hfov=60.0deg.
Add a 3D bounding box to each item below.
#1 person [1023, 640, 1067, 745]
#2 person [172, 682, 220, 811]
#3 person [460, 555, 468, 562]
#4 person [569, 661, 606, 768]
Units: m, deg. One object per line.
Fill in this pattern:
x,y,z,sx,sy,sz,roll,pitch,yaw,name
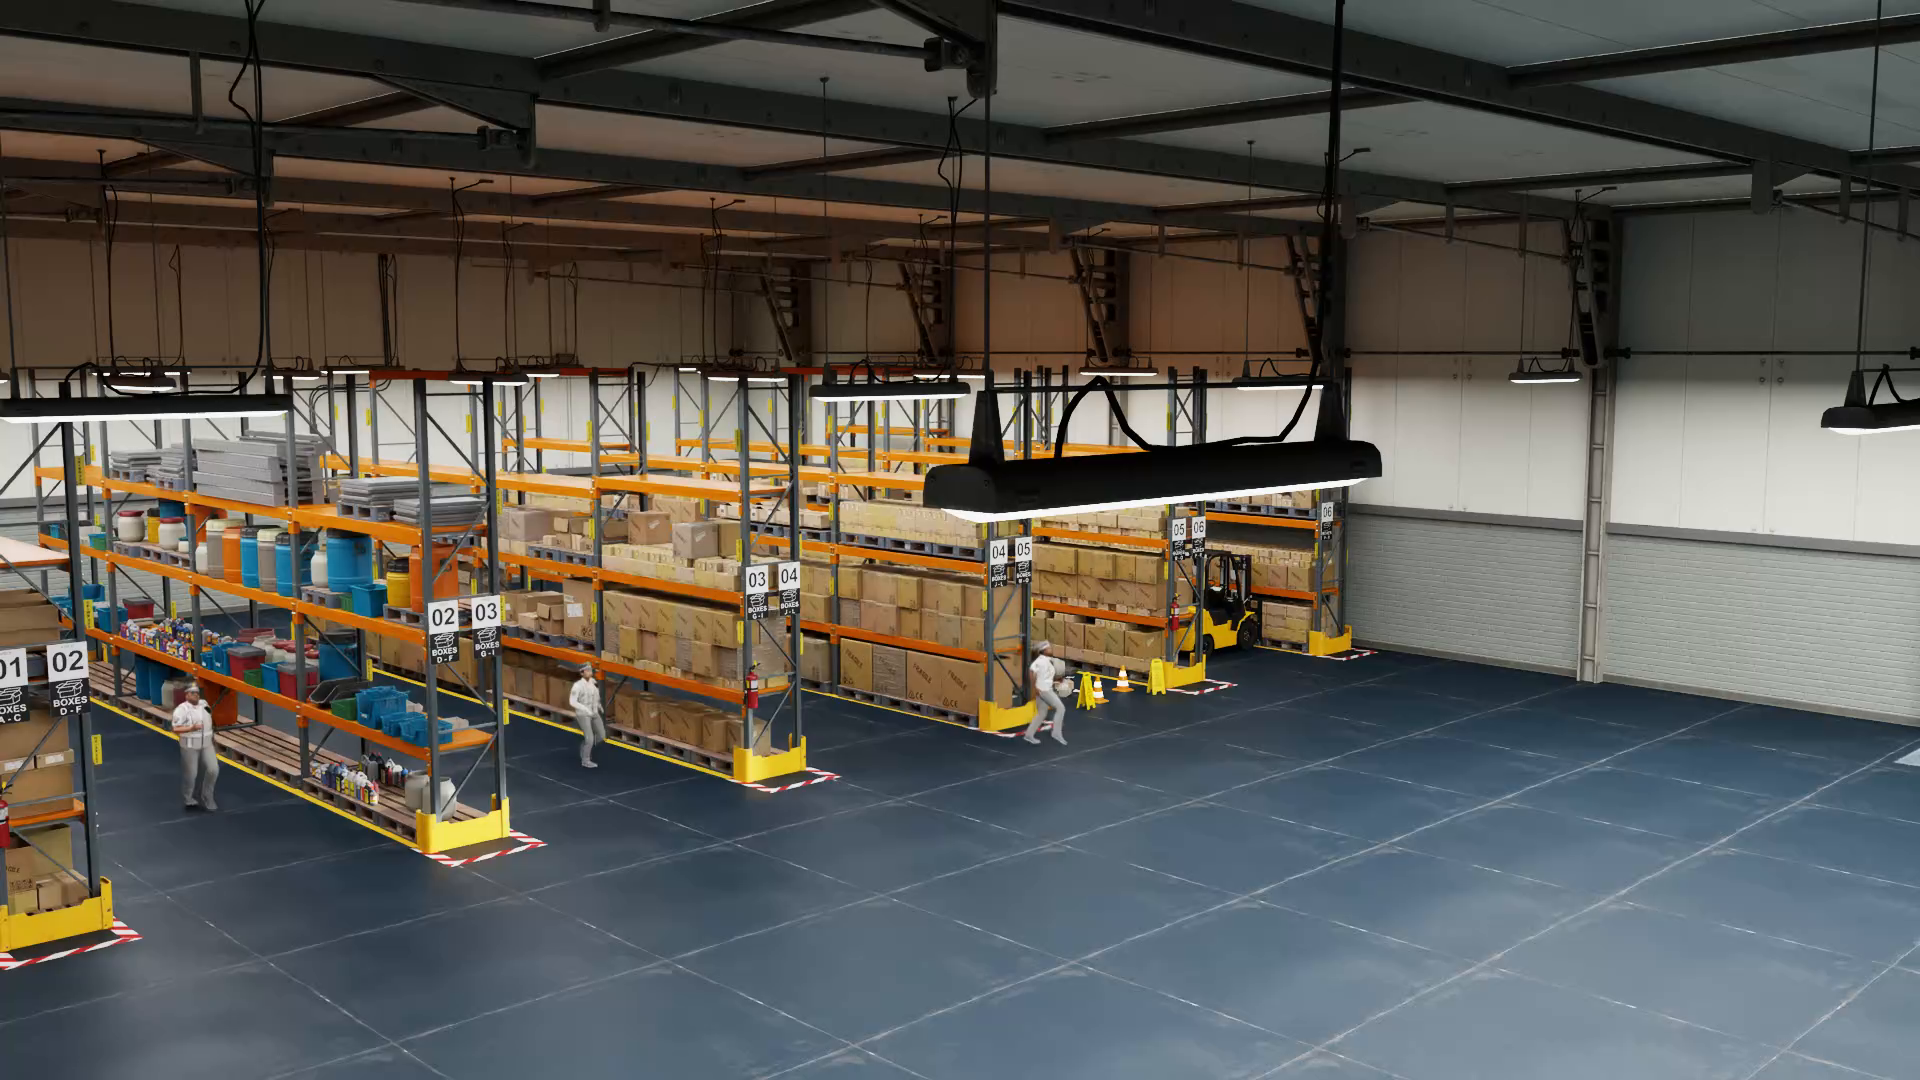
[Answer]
1.381,2.456,26.929,0.712,1.680,0.573,0,6,1,person
-10.554,2.870,23.018,0.727,1.830,0.640,6,9,41,person
-11.786,1.119,39.370,0.686,1.582,0.846,0,6,4,person
-5.652,2.653,25.330,0.528,1.651,0.592,5,8,36,person
